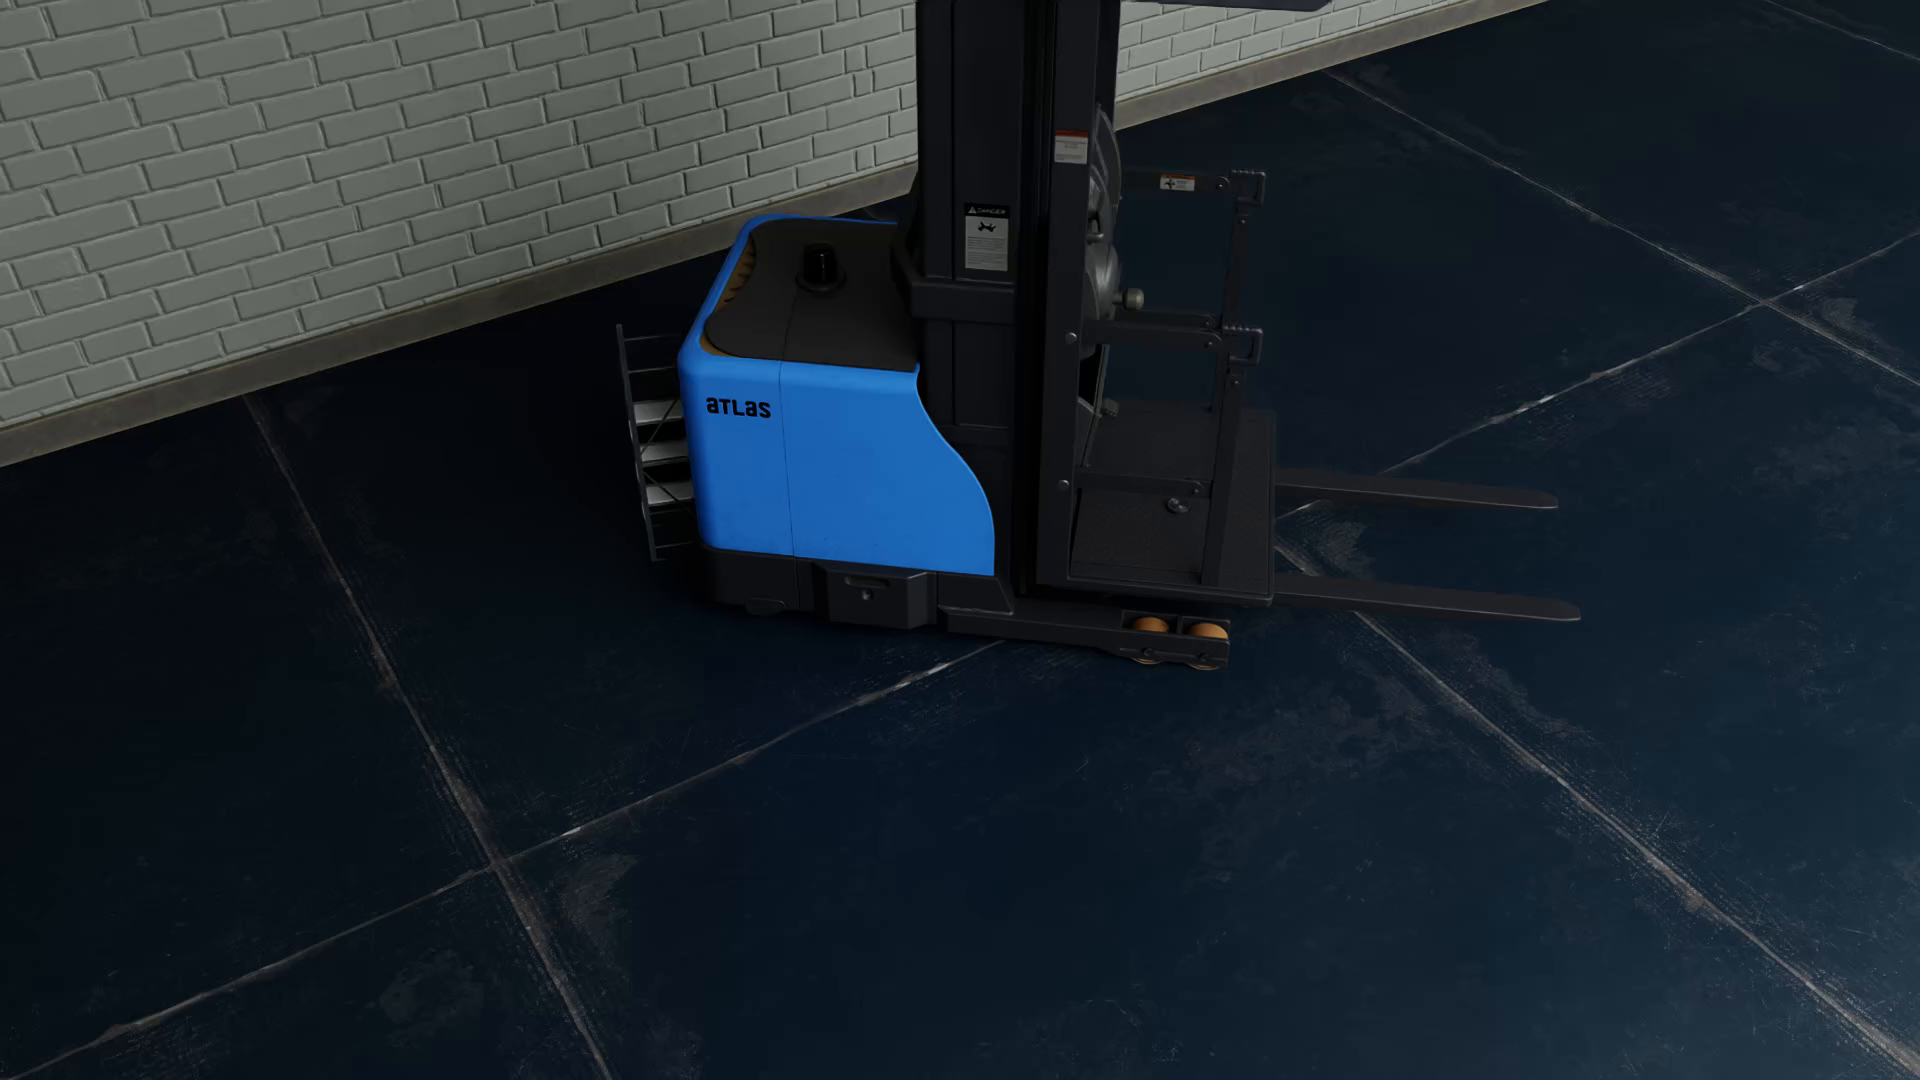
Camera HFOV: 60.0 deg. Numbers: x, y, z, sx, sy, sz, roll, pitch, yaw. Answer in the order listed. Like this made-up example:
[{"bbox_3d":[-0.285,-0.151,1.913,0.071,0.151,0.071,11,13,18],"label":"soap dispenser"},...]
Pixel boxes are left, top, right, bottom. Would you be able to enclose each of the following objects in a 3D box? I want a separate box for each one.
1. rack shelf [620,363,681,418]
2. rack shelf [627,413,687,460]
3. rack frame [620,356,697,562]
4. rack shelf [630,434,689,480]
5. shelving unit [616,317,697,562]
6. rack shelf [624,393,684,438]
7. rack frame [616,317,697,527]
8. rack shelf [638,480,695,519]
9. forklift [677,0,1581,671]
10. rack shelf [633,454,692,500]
[{"bbox_3d":[-1.048,-0.530,5.813,0.258,0.077,0.200,-8,41,-10],"label":"rack shelf"},{"bbox_3d":[-1.048,-0.392,5.929,0.258,0.077,0.200,-8,41,-10],"label":"rack shelf"},{"bbox_3d":[-1.025,-0.285,5.889,0.240,0.900,0.006,-8,41,-10],"label":"rack frame"},{"bbox_3d":[-1.048,-0.323,5.986,0.258,0.077,0.200,-8,41,-10],"label":"rack shelf"},{"bbox_3d":[-1.048,-0.348,5.965,0.258,0.900,0.210,-8,41,-10],"label":"shelving unit"},{"bbox_3d":[-1.048,-0.461,5.871,0.258,0.077,0.200,-8,41,-10],"label":"rack shelf"},{"bbox_3d":[-1.070,-0.412,6.041,0.240,0.900,0.006,-8,41,-10],"label":"rack frame"},{"bbox_3d":[-1.048,-0.184,6.101,0.258,0.077,0.200,-8,41,-10],"label":"rack shelf"},{"bbox_3d":[0.638,-1.044,5.214,3.031,2.935,1.130,6,40,7],"label":"forklift"},{"bbox_3d":[-1.048,-0.253,6.044,0.258,0.077,0.200,-8,41,-10],"label":"rack shelf"}]
